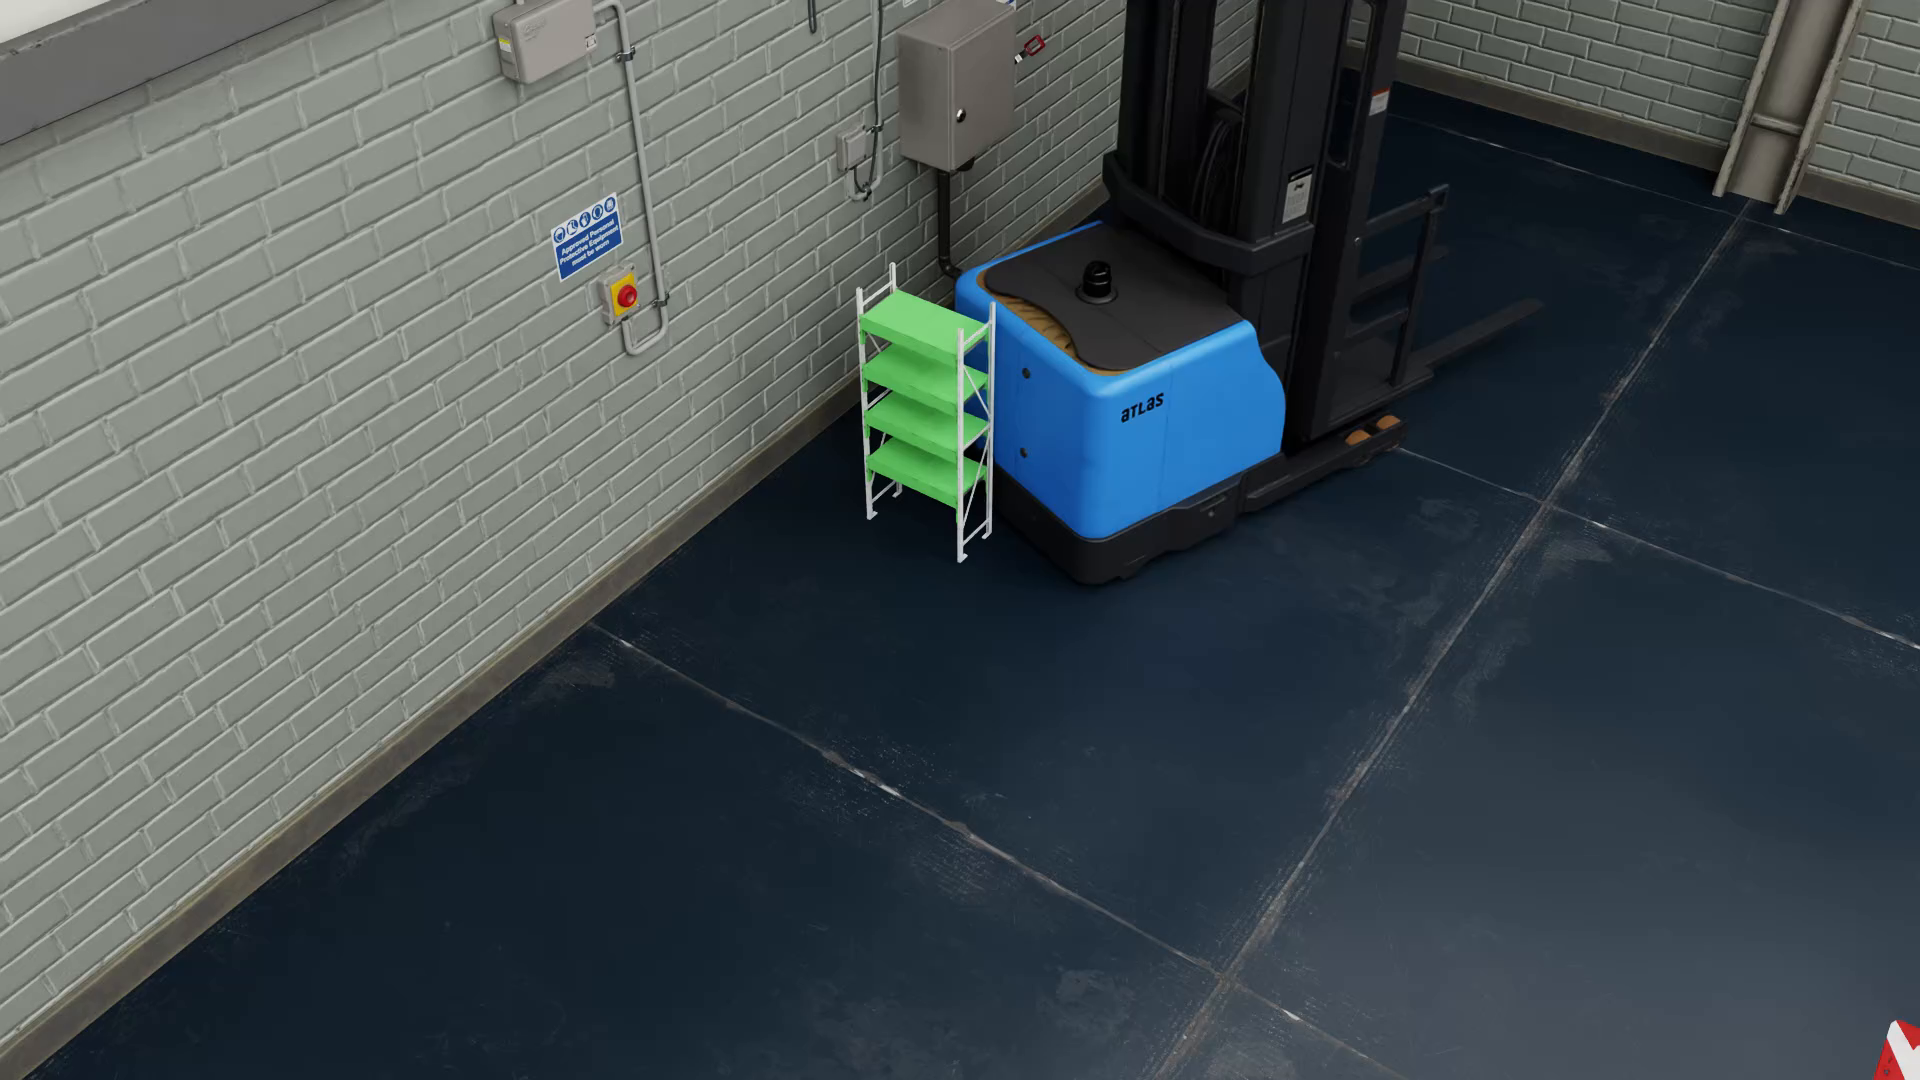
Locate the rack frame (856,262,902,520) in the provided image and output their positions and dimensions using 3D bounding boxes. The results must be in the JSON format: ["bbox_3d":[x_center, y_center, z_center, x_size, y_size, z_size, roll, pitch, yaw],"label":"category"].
[{"bbox_3d":[-0.335,-0.604,7.025,0.015,1.200,0.240,25,48,25],"label":"rack frame"}]

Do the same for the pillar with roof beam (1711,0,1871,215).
[{"bbox_3d":[2.045,-2.975,3.827,0.400,9.000,9.100,25,48,25],"label":"pillar with roof beam"}]

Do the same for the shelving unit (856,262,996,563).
[{"bbox_3d":[-0.136,-0.511,6.921,0.503,1.200,0.258,25,48,25],"label":"shelving unit"}]

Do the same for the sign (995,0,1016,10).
[{"bbox_3d":[0.170,-2.405,7.759,0.001,0.494,0.329,25,48,25],"label":"sign"}]

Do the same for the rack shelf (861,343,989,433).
[{"bbox_3d":[-0.136,-0.642,6.803,0.480,0.148,0.258,25,48,25],"label":"rack shelf"}]

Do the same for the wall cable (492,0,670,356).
[{"bbox_3d":[-1.270,-1.391,5.769,0.123,1.953,0.585,25,48,25],"label":"wall cable"}]

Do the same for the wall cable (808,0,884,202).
[{"bbox_3d":[-0.465,-2.158,6.650,0.122,1.984,0.588,25,48,25],"label":"wall cable"}]

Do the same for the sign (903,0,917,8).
[{"bbox_3d":[-0.146,-2.448,7.117,0.001,0.242,0.339,25,48,25],"label":"sign"}]

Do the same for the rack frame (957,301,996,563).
[{"bbox_3d":[0.064,-0.417,6.816,0.015,1.200,0.240,25,48,25],"label":"rack frame"}]

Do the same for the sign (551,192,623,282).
[{"bbox_3d":[-1.348,-1.098,6.025,0.001,0.218,0.327,25,48,25],"label":"sign"}]

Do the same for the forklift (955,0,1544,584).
[{"bbox_3d":[1.462,-1.694,6.945,3.031,2.935,1.130,-25,48,-25],"label":"forklift"}]

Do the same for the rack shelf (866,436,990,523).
[{"bbox_3d":[-0.136,-0.284,7.123,0.480,0.148,0.258,25,48,25],"label":"rack shelf"}]

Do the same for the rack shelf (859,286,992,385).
[{"bbox_3d":[-0.136,-0.821,6.643,0.480,0.148,0.258,25,48,25],"label":"rack shelf"}]

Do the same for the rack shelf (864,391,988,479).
[{"bbox_3d":[-0.136,-0.463,6.963,0.480,0.148,0.258,25,48,25],"label":"rack shelf"}]

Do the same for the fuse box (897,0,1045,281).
[{"bbox_3d":[0.056,-1.611,7.767,0.414,1.711,0.539,25,48,25],"label":"fuse box"}]
